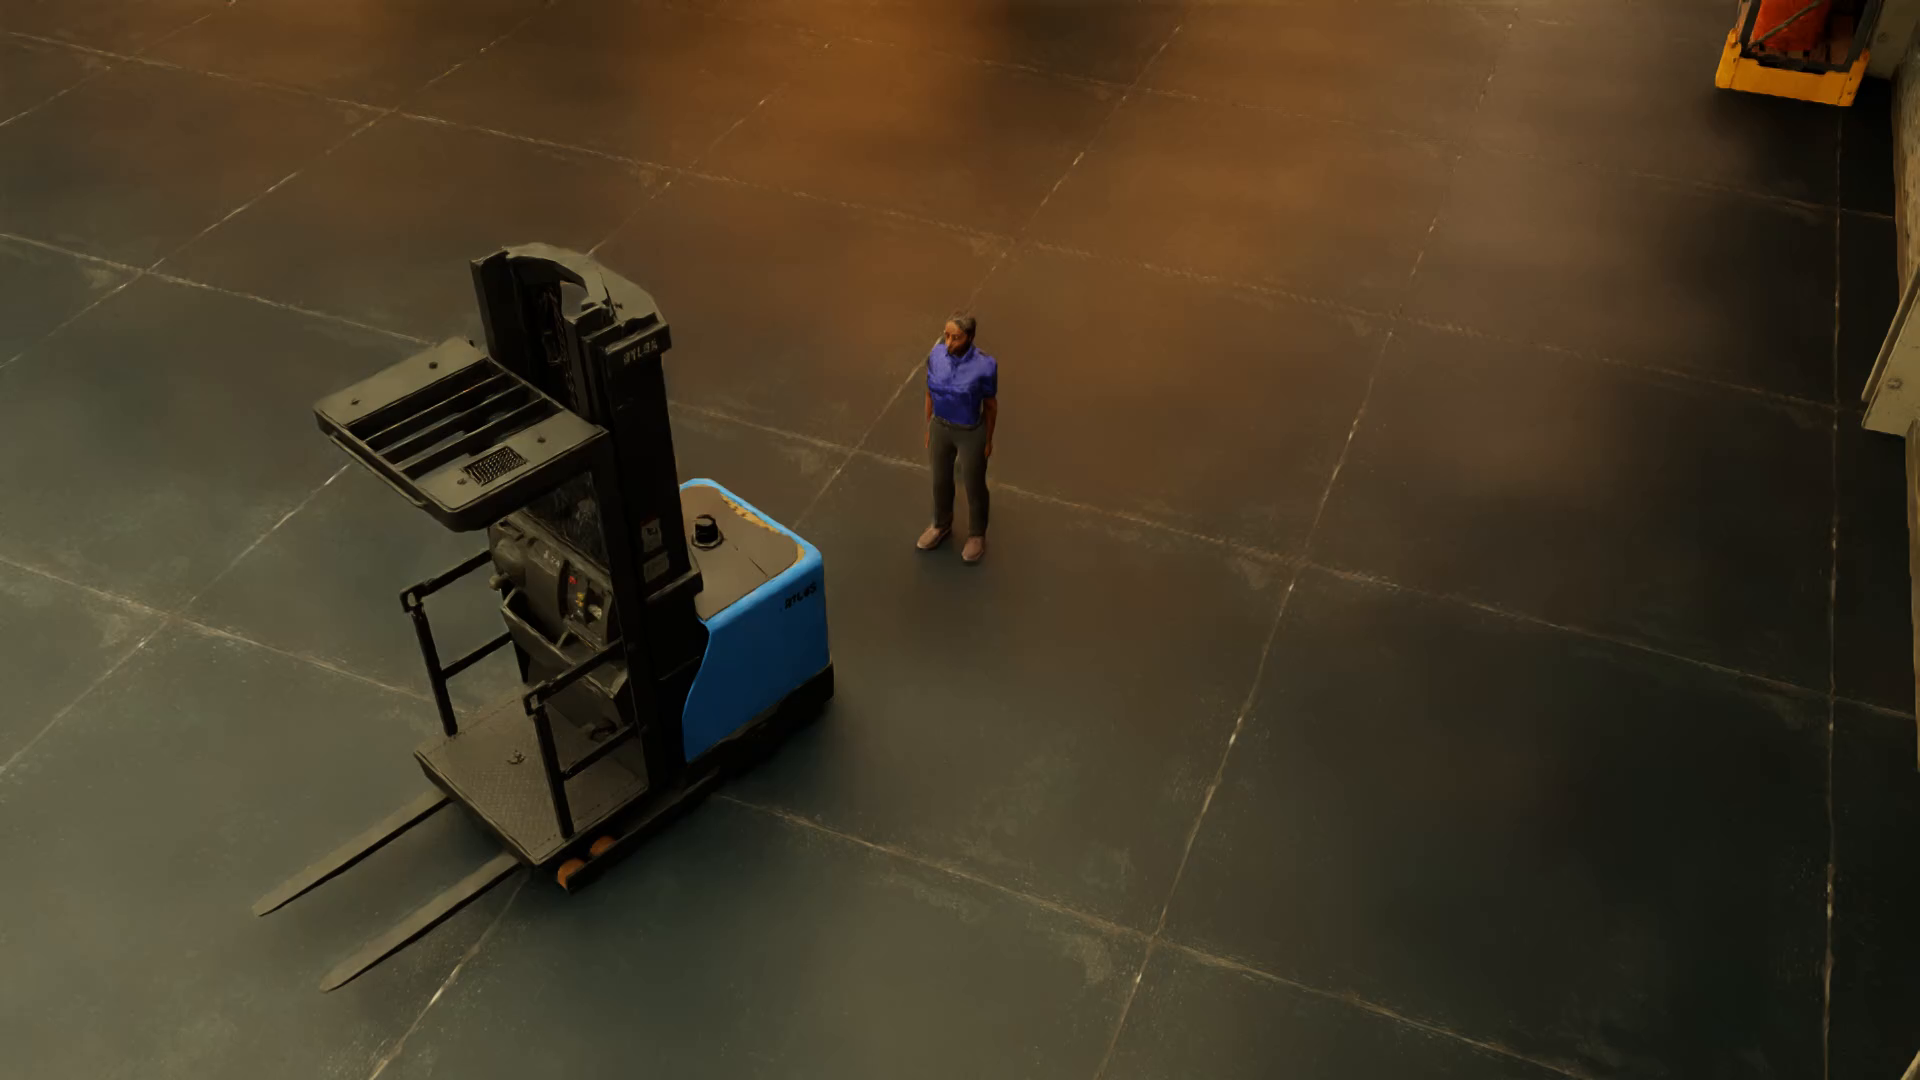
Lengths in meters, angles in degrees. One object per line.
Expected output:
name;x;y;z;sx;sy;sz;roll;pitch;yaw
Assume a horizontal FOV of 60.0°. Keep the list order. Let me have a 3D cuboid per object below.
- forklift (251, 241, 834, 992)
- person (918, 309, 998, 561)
forklift;-2.071;0.235;7.726;1.130;2.935;3.031;31;49;32
person;-0.015;-0.623;9.743;0.446;1.662;0.320;15;42;17
